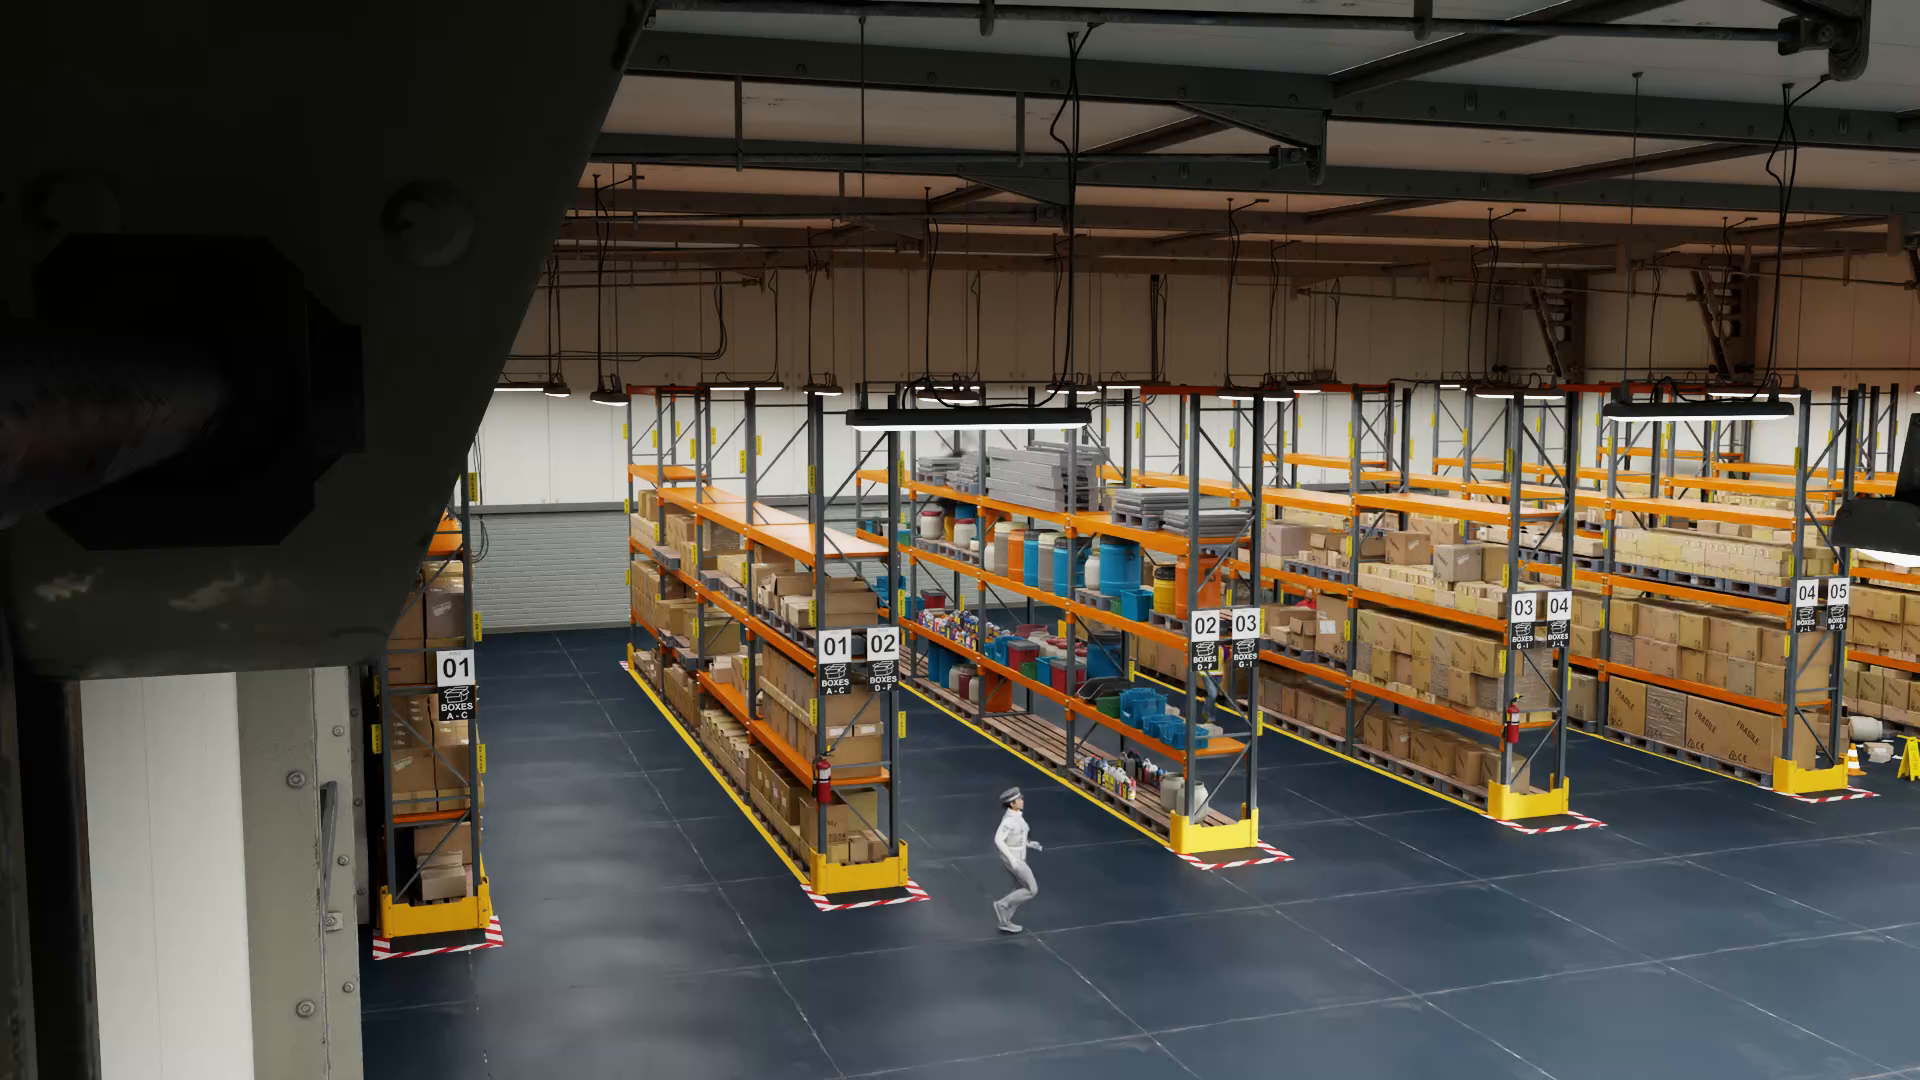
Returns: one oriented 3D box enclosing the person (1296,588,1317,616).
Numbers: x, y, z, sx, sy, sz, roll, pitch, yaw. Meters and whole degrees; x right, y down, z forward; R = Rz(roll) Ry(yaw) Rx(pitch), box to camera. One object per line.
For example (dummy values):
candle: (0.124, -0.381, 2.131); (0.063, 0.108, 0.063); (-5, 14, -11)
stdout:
person: (7.399, 1.867, 35.065); (0.651, 1.680, 0.599); (-2, 6, -21)

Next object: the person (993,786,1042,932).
person: (0.653, 3.550, 18.670); (0.540, 1.591, 0.615); (1, 6, 5)

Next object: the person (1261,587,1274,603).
person: (7.703, 1.256, 41.473); (0.581, 1.687, 0.769); (0, 6, 1)

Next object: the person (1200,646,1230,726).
person: (4.438, 2.424, 29.347); (0.674, 1.825, 0.782); (-3, 6, -24)
